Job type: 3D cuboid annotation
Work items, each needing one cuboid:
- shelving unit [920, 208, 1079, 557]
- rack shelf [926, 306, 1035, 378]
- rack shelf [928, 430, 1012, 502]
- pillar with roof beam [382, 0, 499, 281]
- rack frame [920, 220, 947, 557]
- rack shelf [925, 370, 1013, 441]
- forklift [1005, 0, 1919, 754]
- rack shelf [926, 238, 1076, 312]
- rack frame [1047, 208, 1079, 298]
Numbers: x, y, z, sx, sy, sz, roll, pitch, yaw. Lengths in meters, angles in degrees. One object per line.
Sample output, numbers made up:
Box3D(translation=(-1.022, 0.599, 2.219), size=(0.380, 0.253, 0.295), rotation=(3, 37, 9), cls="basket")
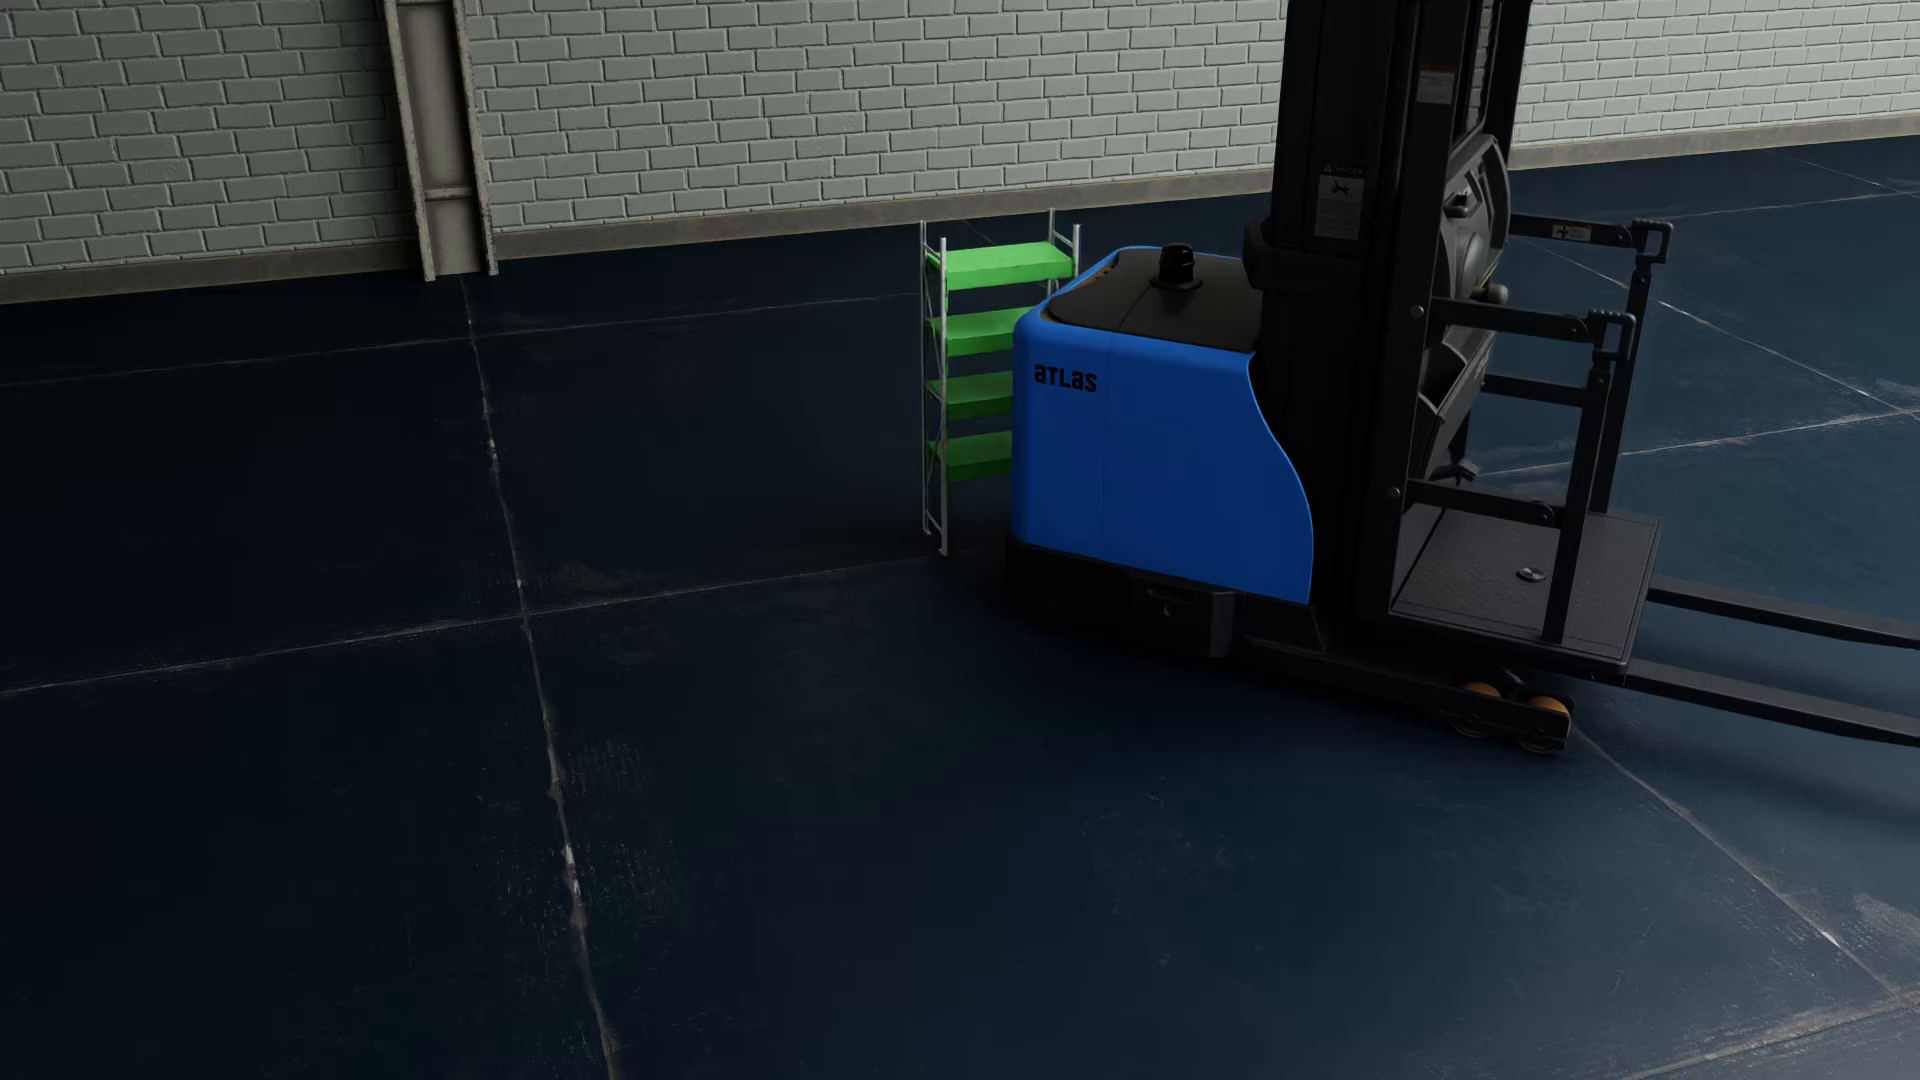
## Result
Box3D(translation=(0.136, -0.563, 6.035), size=(0.503, 1.200, 0.258), rotation=(-9, 28, -17), cls="shelving unit")
Box3D(translation=(0.136, -0.721, 5.957), size=(0.480, 0.148, 0.258), rotation=(-9, 28, -17), cls="rack shelf")
Box3D(translation=(0.136, -0.291, 6.170), size=(0.480, 0.148, 0.258), rotation=(-9, 28, -17), cls="rack shelf")
Box3D(translation=(-1.459, -3.720, 3.622), size=(0.400, 9.000, 9.100), rotation=(-8, 28, -16), cls="pillar with roof beam")
Box3D(translation=(-0.094, -0.527, 5.962), size=(0.015, 1.200, 0.240), rotation=(-9, 28, -17), cls="rack frame")
Box3D(translation=(0.136, -0.506, 6.064), size=(0.480, 0.148, 0.258), rotation=(-9, 28, -17), cls="rack shelf")
Box3D(translation=(1.708, -0.946, 4.859), size=(3.031, 2.935, 1.130), rotation=(12, 29, 23), cls="forklift")
Box3D(translation=(0.136, -0.936, 5.850), size=(0.480, 0.148, 0.258), rotation=(-9, 28, -17), cls="rack shelf")
Box3D(translation=(0.366, -0.599, 6.108), size=(0.015, 1.200, 0.240), rotation=(-9, 28, -17), cls="rack frame")
